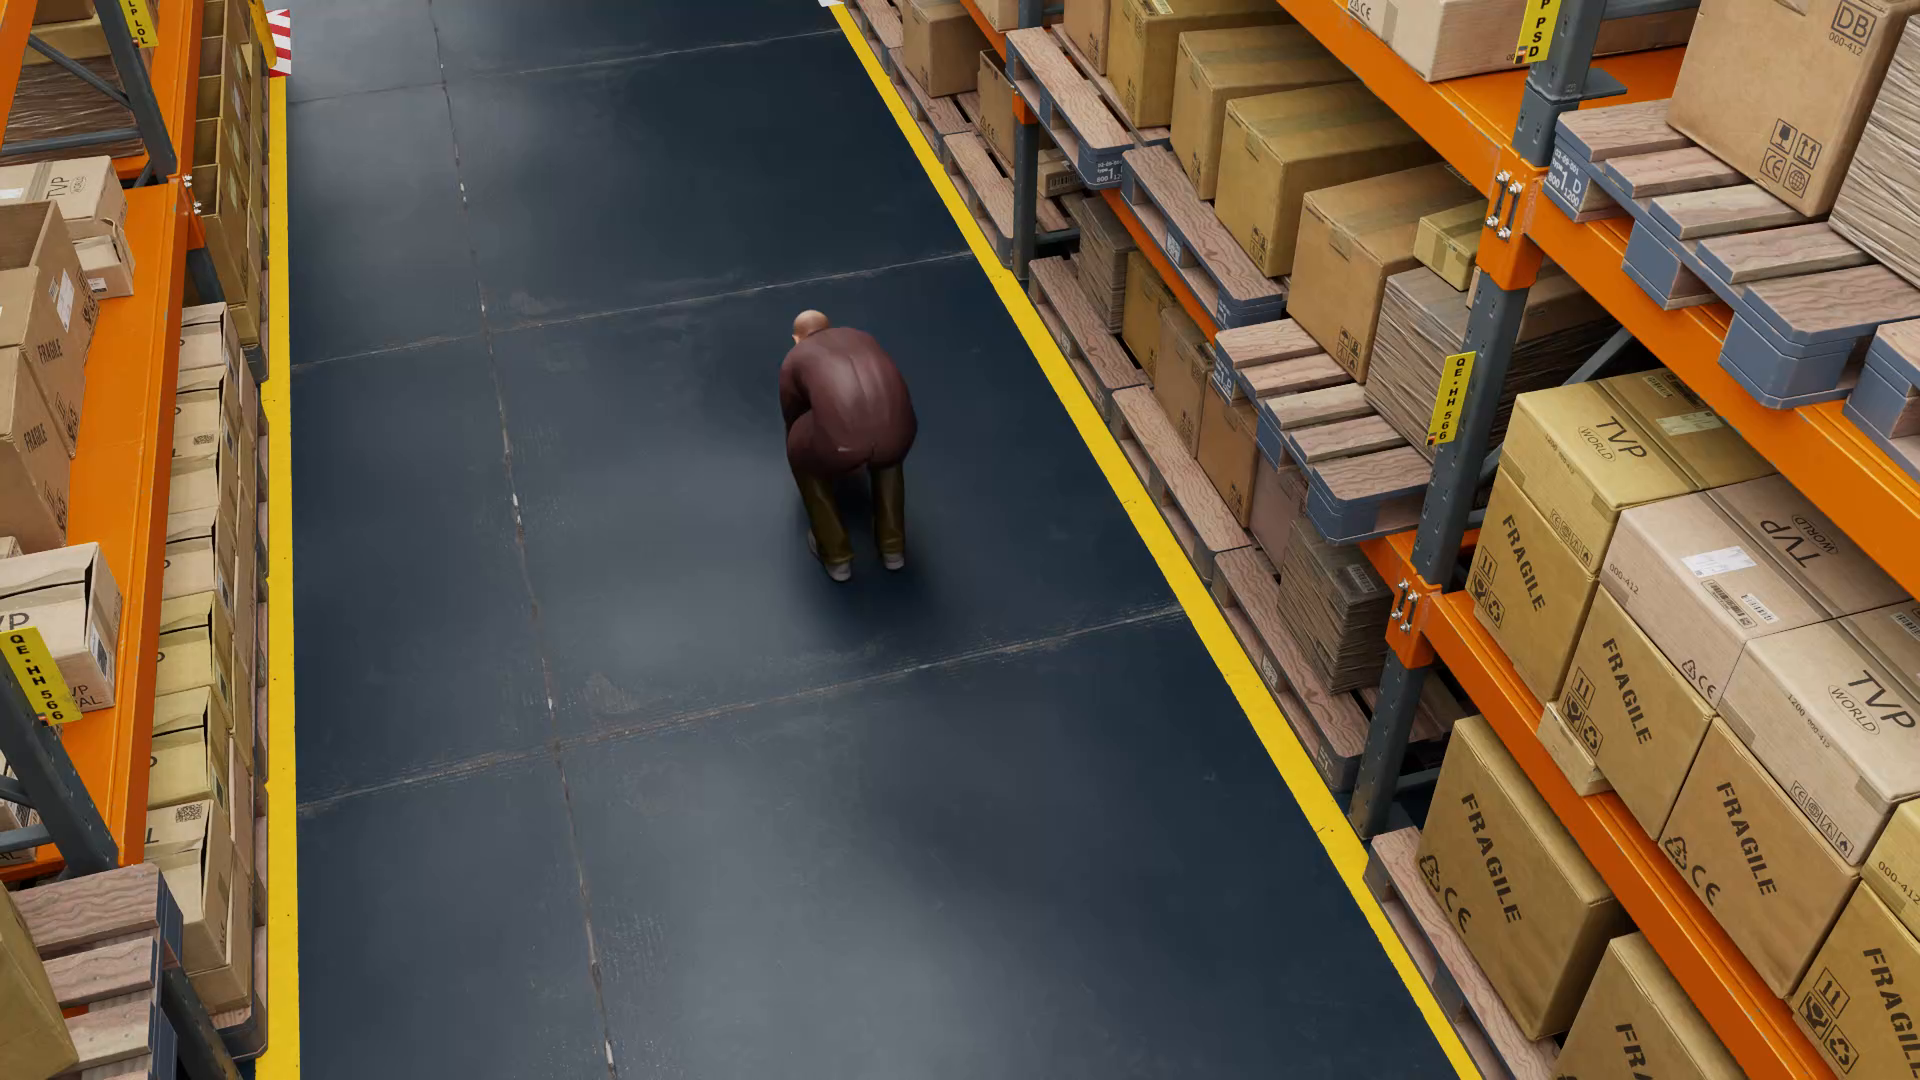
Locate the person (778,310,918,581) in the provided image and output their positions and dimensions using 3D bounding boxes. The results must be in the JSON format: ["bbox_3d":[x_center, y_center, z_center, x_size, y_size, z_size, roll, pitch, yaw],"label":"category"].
[{"bbox_3d":[-0.511,-0.464,7.226,0.583,1.066,0.947,-14,43,-15],"label":"person"}]
